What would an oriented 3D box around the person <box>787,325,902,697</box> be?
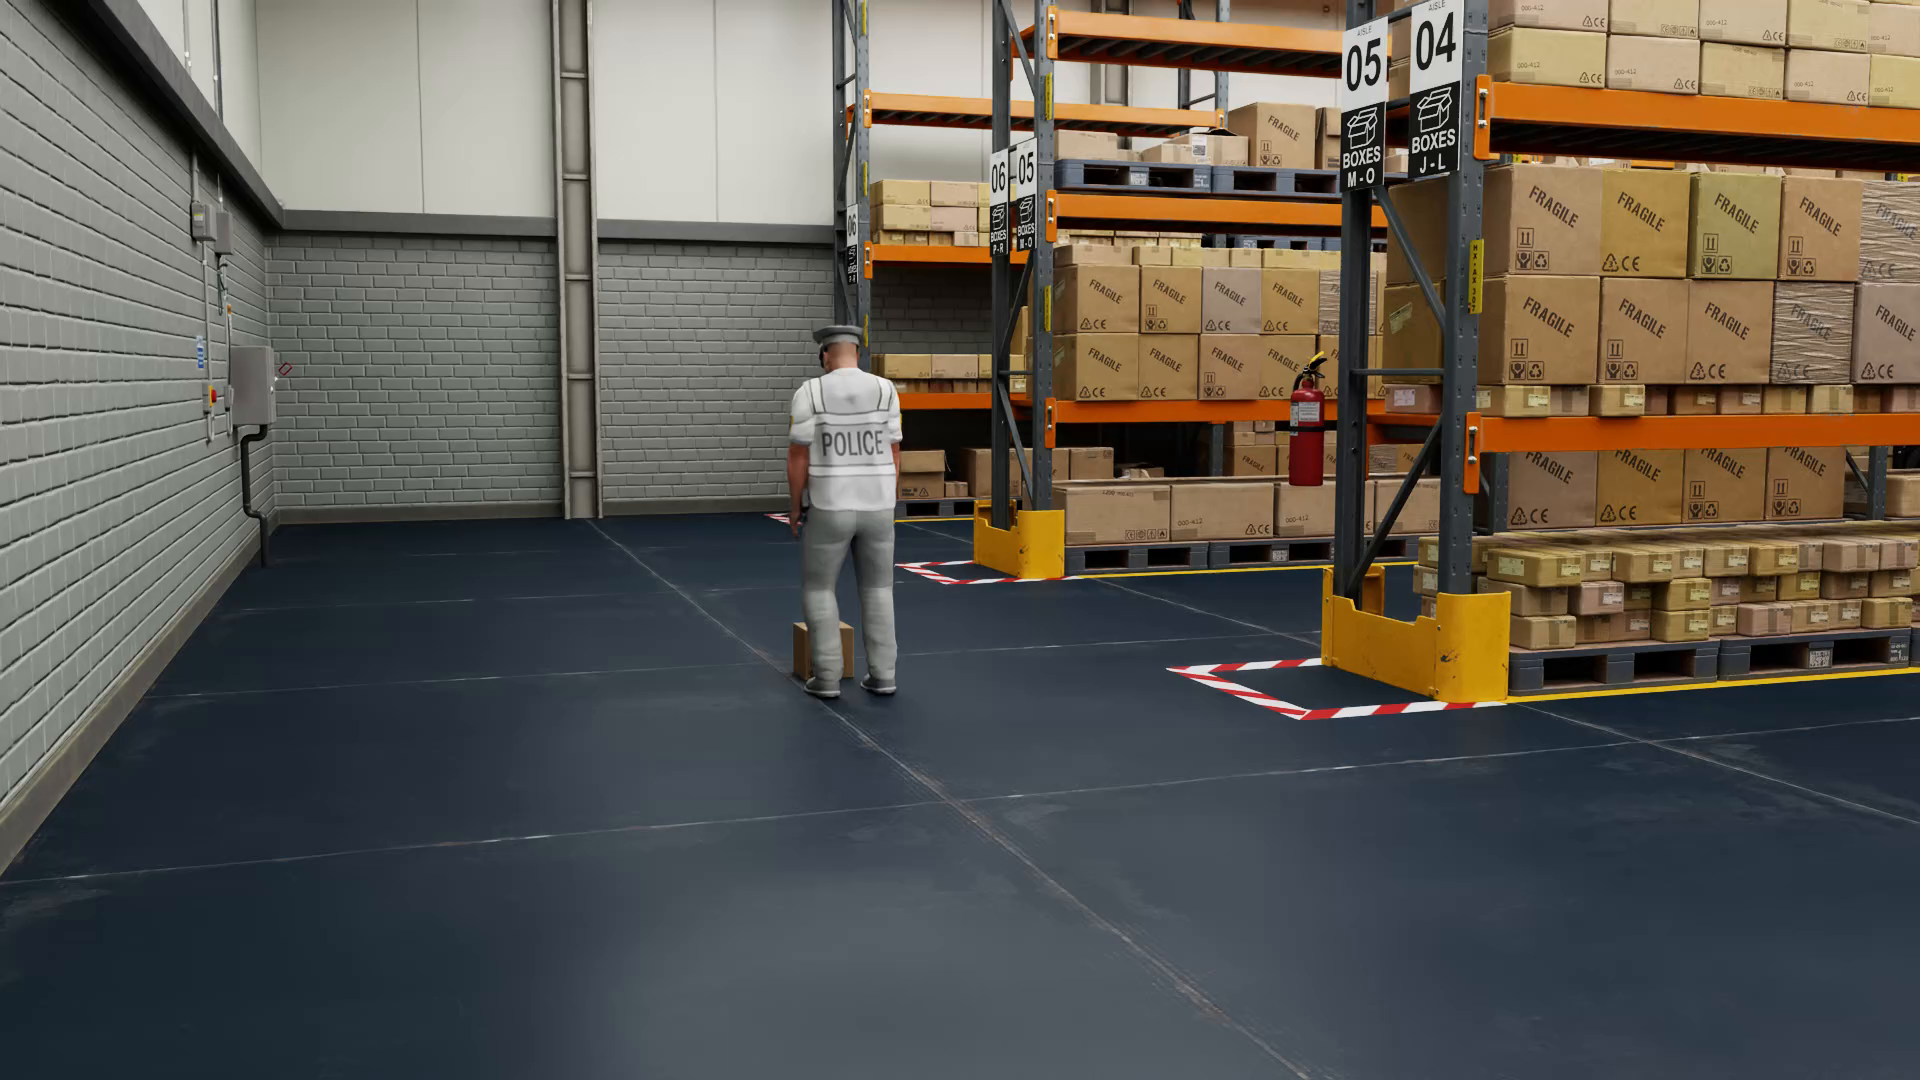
[{"bbox_3d":[-0.540,-0.130,7.758,0.540,1.729,0.407,-2,6,-17],"label":"person"}]
